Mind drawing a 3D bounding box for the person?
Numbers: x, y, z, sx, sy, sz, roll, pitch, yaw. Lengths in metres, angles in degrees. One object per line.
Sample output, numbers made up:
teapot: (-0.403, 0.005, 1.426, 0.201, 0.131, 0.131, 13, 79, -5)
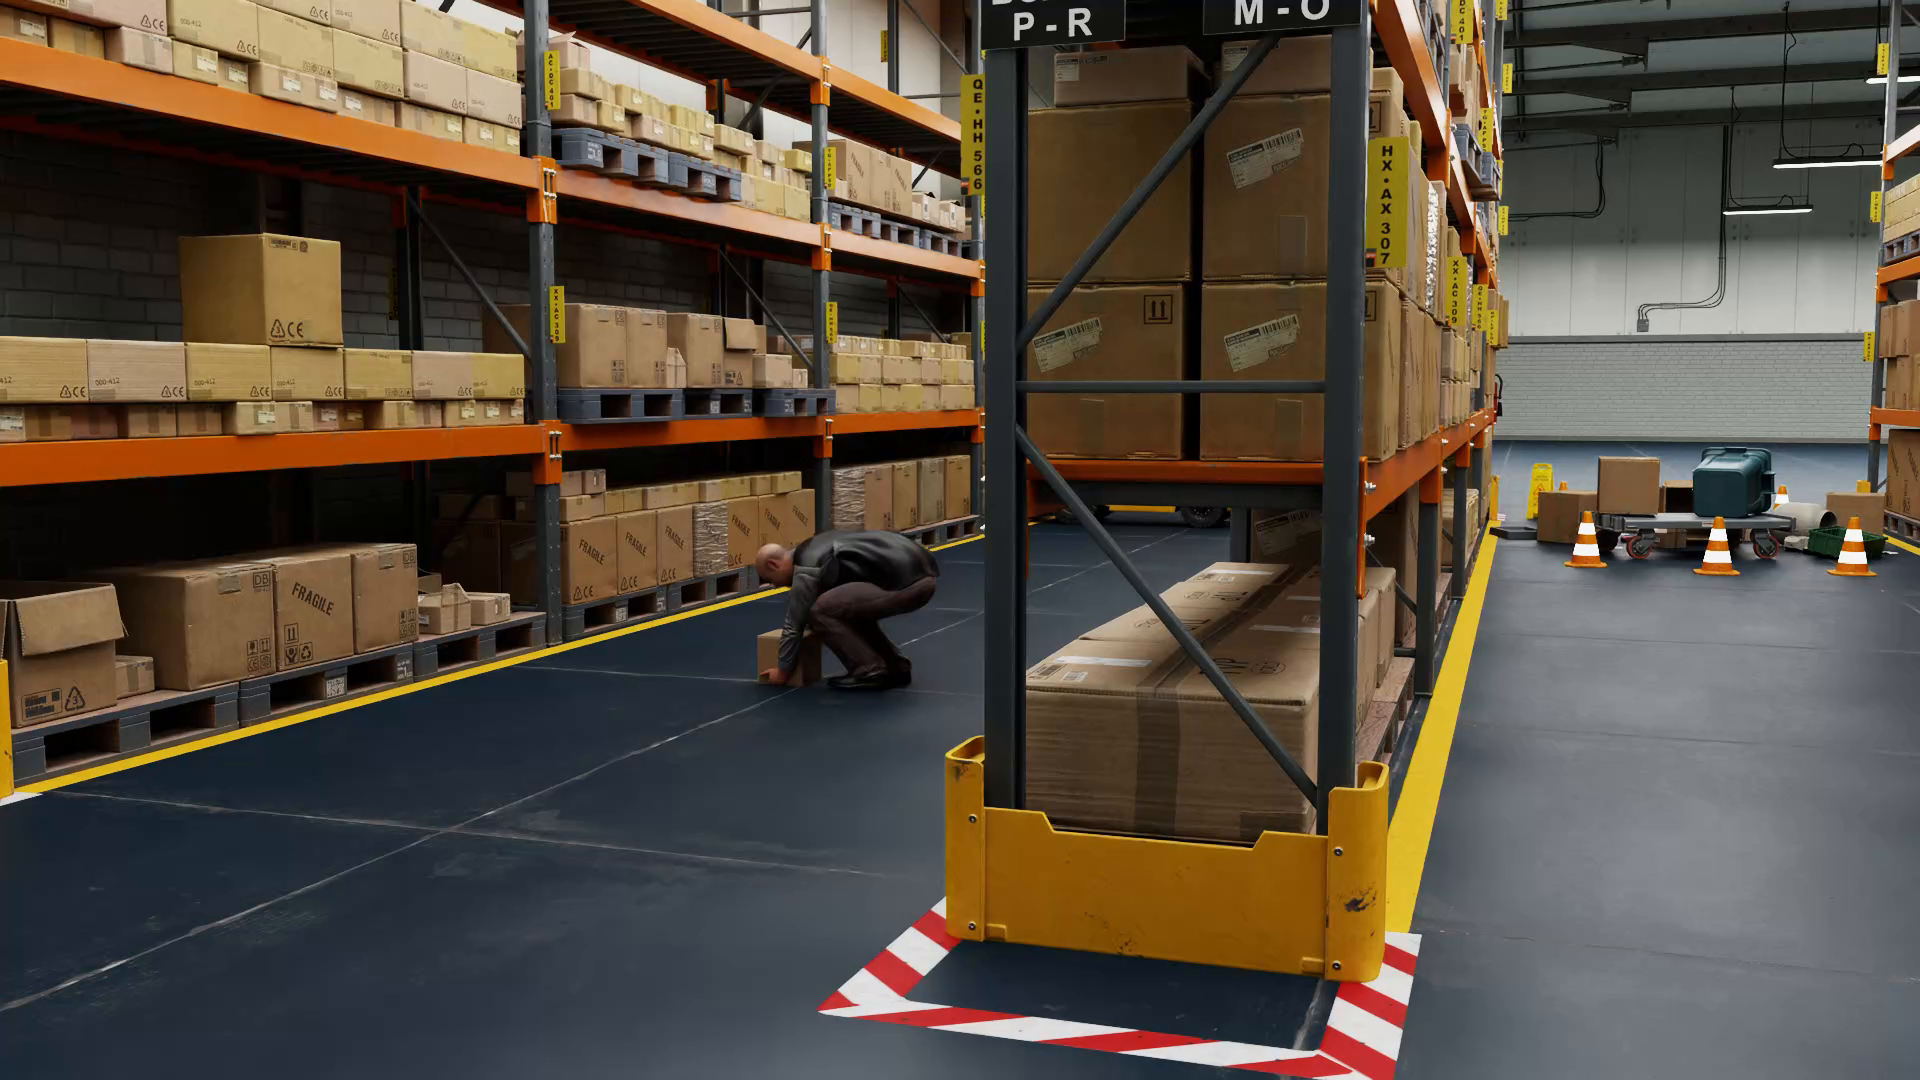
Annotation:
person: (-0.585, 0.352, 8.466, 0.947, 0.815, 0.502, 2, 5, 17)
